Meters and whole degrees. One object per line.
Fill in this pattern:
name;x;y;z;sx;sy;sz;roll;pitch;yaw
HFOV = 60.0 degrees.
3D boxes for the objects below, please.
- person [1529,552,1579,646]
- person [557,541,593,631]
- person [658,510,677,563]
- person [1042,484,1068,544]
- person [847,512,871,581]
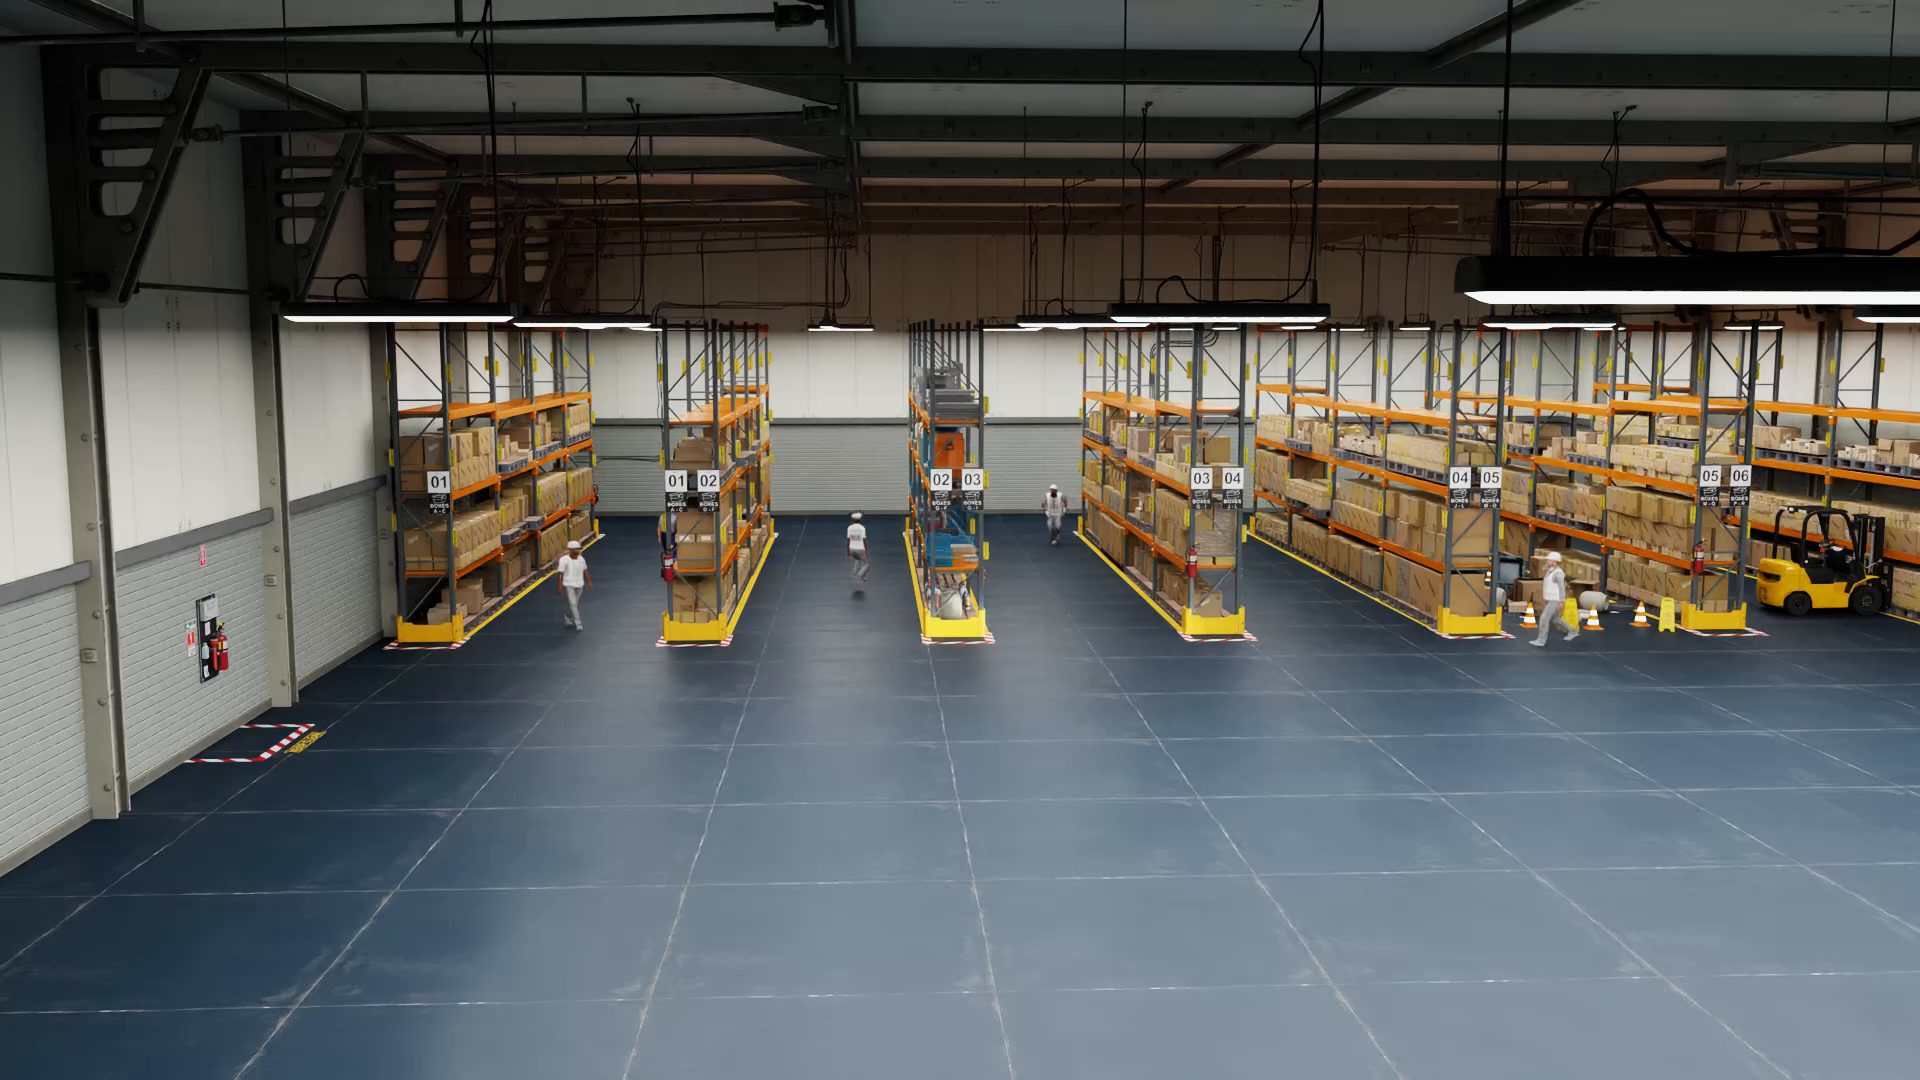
person;10.963;1.085;30.591;0.999;1.739;0.542;0;7;-3
person;-7.456;0.869;32.287;0.660;1.706;1.068;-6;9;-39
person;-7.070;-0.056;40.259;0.473;1.580;1.037;0;7;1
person;2.580;-0.700;45.320;0.717;1.675;0.684;1;7;6
person;-2.271;0.144;37.193;0.507;1.505;0.630;3;8;22
